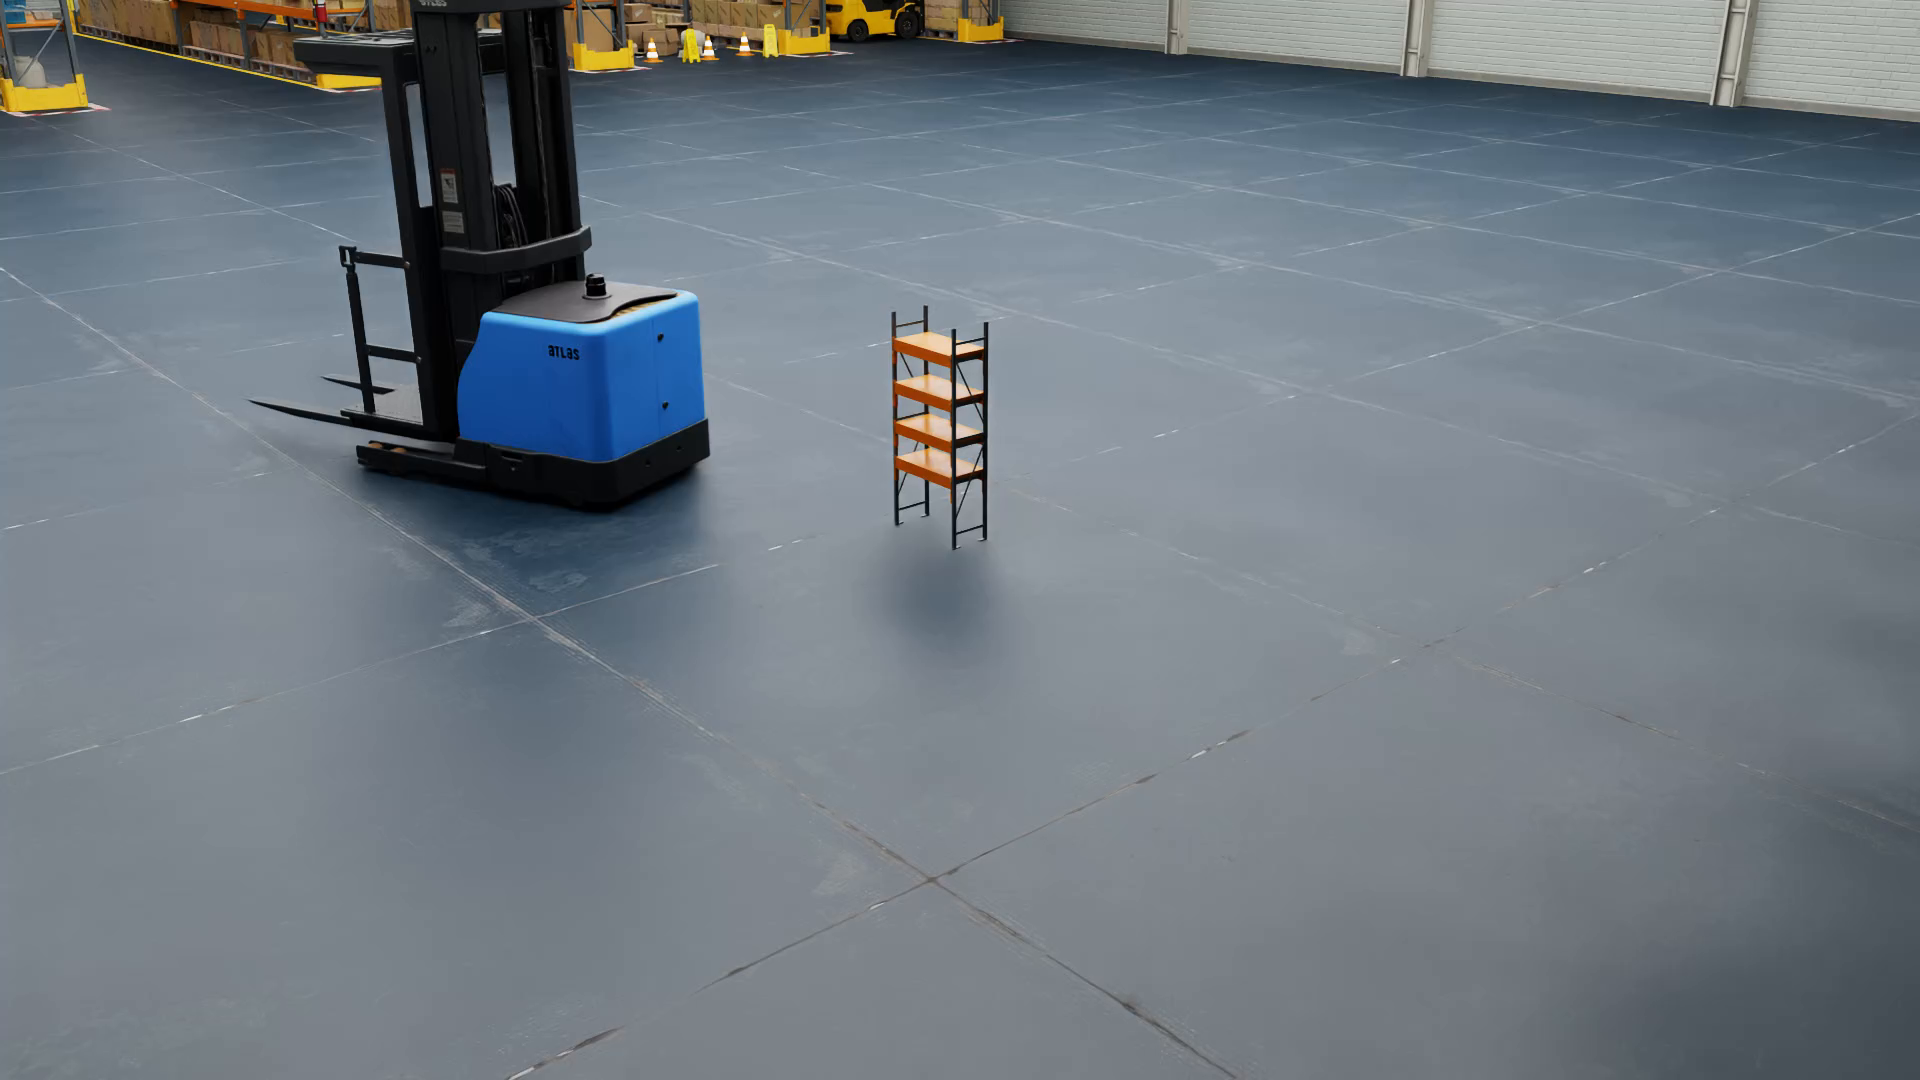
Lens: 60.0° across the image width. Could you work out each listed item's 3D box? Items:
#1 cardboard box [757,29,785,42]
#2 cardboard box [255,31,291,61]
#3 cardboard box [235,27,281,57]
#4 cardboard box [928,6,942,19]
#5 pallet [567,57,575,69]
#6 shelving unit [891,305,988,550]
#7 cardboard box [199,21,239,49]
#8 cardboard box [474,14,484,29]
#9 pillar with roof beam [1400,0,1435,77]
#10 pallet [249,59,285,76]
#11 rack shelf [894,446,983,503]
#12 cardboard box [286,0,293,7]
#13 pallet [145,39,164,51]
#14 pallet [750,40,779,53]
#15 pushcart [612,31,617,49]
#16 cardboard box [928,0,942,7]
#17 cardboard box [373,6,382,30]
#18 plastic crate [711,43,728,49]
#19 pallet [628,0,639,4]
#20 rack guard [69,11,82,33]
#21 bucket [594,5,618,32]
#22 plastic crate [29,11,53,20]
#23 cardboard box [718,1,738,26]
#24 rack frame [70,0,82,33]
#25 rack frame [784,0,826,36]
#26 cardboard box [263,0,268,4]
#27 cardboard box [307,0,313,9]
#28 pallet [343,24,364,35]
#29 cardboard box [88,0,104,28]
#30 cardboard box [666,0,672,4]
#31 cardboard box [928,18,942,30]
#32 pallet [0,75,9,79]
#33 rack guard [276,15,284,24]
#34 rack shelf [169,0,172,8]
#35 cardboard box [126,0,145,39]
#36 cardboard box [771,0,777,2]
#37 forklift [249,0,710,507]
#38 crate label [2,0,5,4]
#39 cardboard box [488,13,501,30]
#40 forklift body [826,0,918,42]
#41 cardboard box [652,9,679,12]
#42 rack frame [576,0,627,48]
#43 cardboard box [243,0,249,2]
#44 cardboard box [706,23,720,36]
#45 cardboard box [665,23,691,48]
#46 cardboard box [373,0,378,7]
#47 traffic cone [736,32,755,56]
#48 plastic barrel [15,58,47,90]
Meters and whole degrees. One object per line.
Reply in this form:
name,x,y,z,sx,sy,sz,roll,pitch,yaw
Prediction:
cardboard box,-4.036,-10.930,35.972,0.500,0.250,0.500,-18,27,-38
cardboard box,-13.177,-9.507,31.995,0.500,0.500,0.500,-18,28,-39
cardboard box,-13.792,-9.811,32.744,0.500,0.500,0.700,20,29,41
cardboard box,-0.405,-12.381,38.991,0.500,0.250,0.500,-18,28,-38
pallet,-7.554,-9.547,33.069,1.003,0.211,1.213,-17,27,-37
shelving unit,-0.108,-0.604,8.882,0.258,1.200,0.503,-17,27,-37
cardboard box,-15.194,-10.411,34.275,0.500,0.500,0.700,20,29,41
cardboard box,-10.057,-11.046,35.582,1.050,0.750,0.750,-18,27,-38
pillar with roof beam,5.269,-11.892,27.007,9.100,9.000,0.400,-17,27,-37
pallet,-12.942,-9.120,31.978,1.003,0.211,1.213,-17,27,-37
rack shelf,-0.108,-0.357,8.979,0.258,0.148,0.480,-17,27,-37
cardboard box,-11.967,-9.744,30.094,0.380,0.149,0.250,-17,27,-37
pallet,-17.268,-10.975,36.714,1.003,0.211,1.213,-17,27,-37
pallet,-3.842,-10.805,36.281,1.003,0.211,1.213,-17,27,-37
pushcart,-7.595,-11.177,37.003,0.936,0.377,1.648,12,24,27
cardboard box,-0.406,-12.605,38.878,0.500,0.250,0.500,-17,27,-36
cardboard box,-13.516,-12.291,39.103,0.500,0.500,0.500,-19,28,-40
plastic crate,-5.496,-10.966,36.872,0.583,0.080,0.402,12,24,27
pallet,-9.404,-15.913,49.323,1.003,0.211,1.213,-17,27,-37
rack guard,-21.256,-12.753,40.860,1.175,0.500,0.348,-17,27,-37
bucket,-7.749,-11.443,36.491,0.726,0.611,0.620,-8,13,-19
plastic crate,-14.889,-8.512,26.965,0.298,0.136,0.250,-17,27,-37
cardboard box,-5.024,-11.703,36.916,0.500,0.500,0.500,-16,26,-35
rack frame,-21.240,-13.911,40.387,1.000,3.000,0.127,-17,27,-37
rack frame,-3.289,-11.849,35.124,1.000,3.000,0.127,-17,27,-37
cardboard box,-12.660,-10.008,30.767,0.380,0.149,0.250,-17,27,-37
cardboard box,-11.302,-9.472,29.399,0.380,0.149,0.250,-17,27,-37
pallet,-14.297,-12.445,40.469,1.003,0.211,1.213,-17,27,-37
cardboard box,-20.168,-12.708,39.653,0.875,0.875,0.875,-17,27,-37
cardboard box,-8.183,-15.452,47.496,0.396,0.266,0.258,-16,27,-36
cardboard box,-0.394,-12.141,39.064,0.500,0.250,0.500,-17,27,-37
pallet,-16.753,-7.922,28.921,1.003,0.211,1.213,-17,27,-37
rack guard,-17.367,-13.879,43.733,1.175,0.500,0.348,-17,27,-37
rack shelf,-17.324,-11.918,36.286,1.077,0.370,4.000,-17,27,-37
cardboard box,-17.613,-11.593,36.807,1.225,0.875,0.875,-19,28,-39
cardboard box,-4.288,-11.693,36.890,0.500,0.500,0.500,-17,27,-36
forklift,-3.068,-1.911,9.844,3.031,2.935,1.130,11,24,25
crate label,-15.955,-8.772,27.218,0.502,0.435,0.616,-17,27,-37
cardboard box,-9.226,-10.764,34.690,0.875,0.875,0.875,-17,27,-37
forklift body,-2.151,-12.726,38.527,2.313,2.155,1.214,-17,27,-37
cardboard box,-7.171,-12.460,39.711,0.950,0.372,0.625,-16,27,-36
rack frame,-6.973,-10.643,32.044,1.000,3.000,0.127,-17,27,-37
cardboard box,-13.342,-10.275,31.449,0.380,0.149,0.250,-17,27,-37
cardboard box,-5.362,-11.497,37.420,0.500,0.250,0.500,-16,26,-34
cardboard box,-6.231,-11.172,36.818,0.500,0.500,0.500,0,21,-1
cardboard box,-13.498,-12.642,38.970,0.500,0.250,0.500,-17,27,-36
traffic cone,-4.547,-10.480,35.106,0.336,0.463,0.334,-17,27,-37
plastic barrel,-15.036,-7.512,26.885,0.421,0.512,0.421,0,21,0
